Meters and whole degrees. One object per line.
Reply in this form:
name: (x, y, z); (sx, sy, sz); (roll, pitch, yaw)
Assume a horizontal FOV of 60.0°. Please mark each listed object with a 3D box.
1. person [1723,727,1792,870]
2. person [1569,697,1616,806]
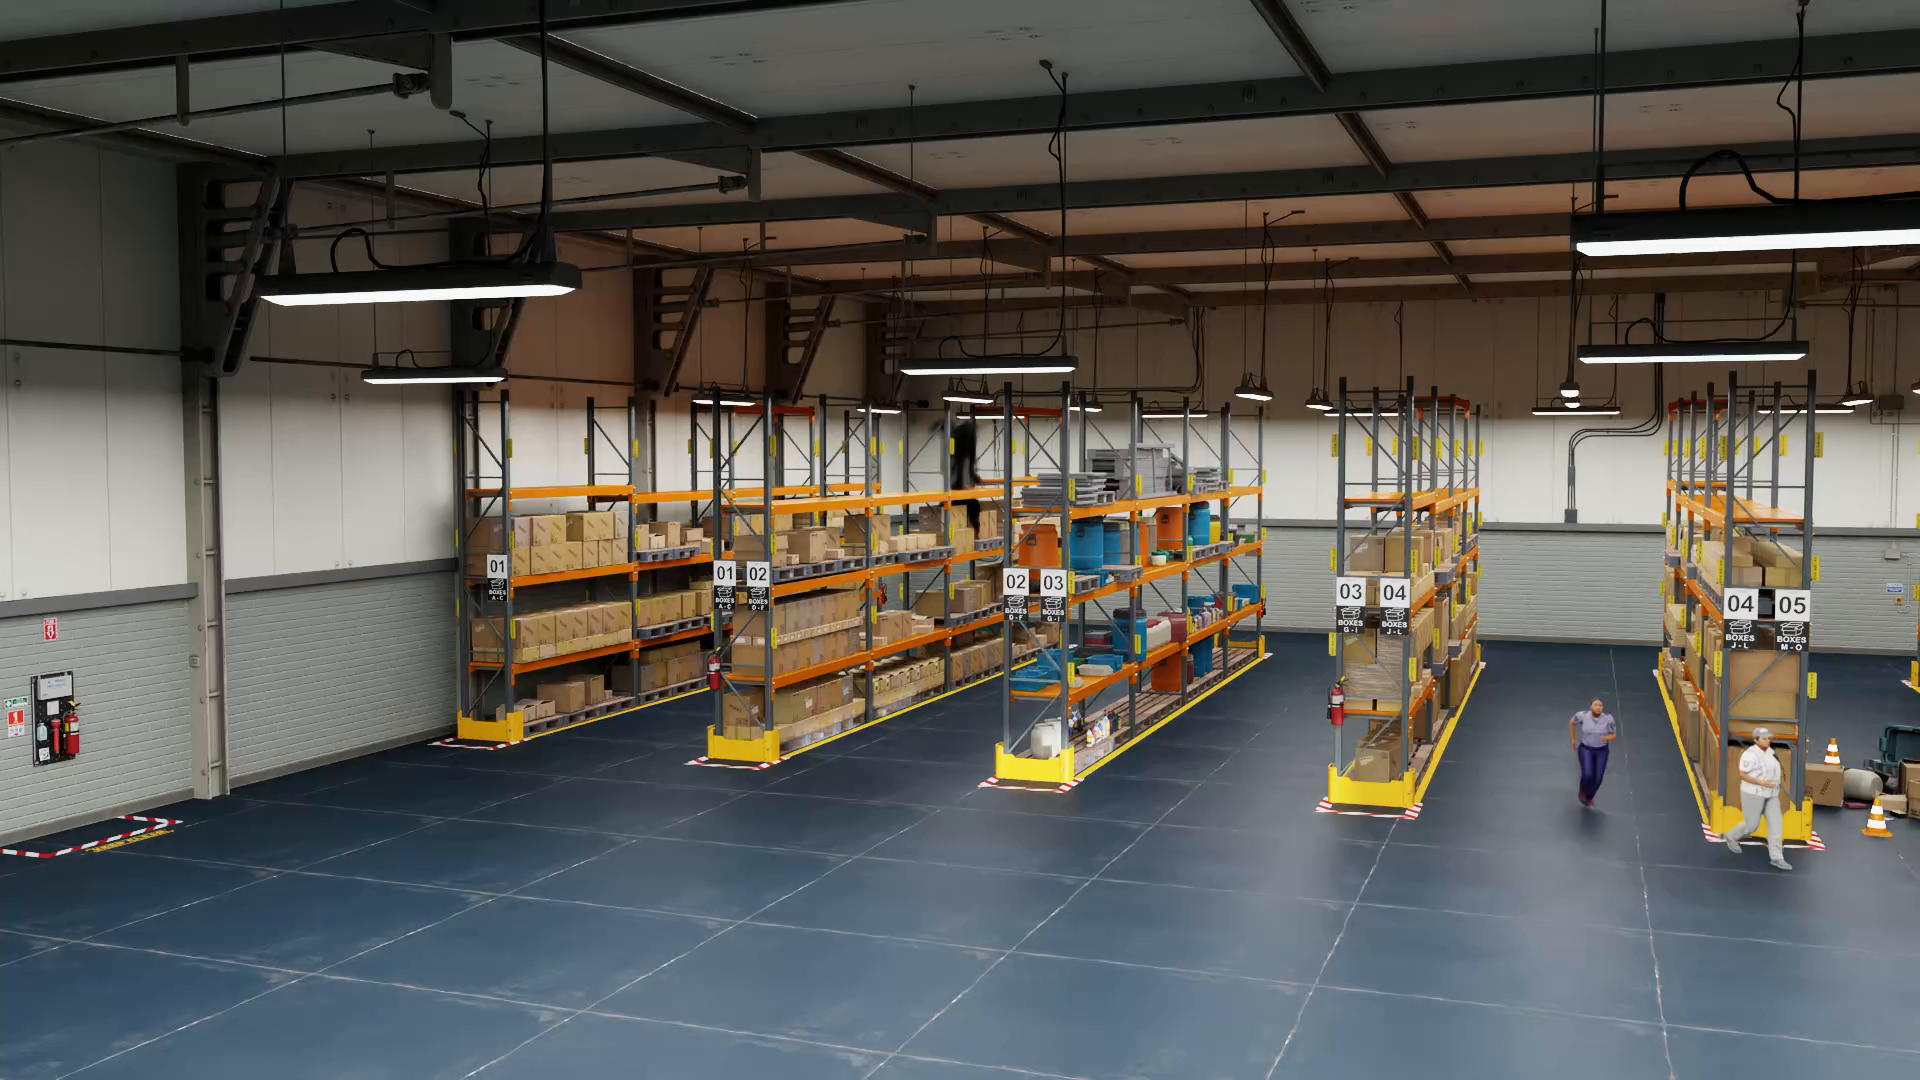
person: (9.590, 3.062, 19.944); (0.618, 1.632, 0.917); (-1, 3, -22)
person: (8.729, 2.926, 22.925); (0.558, 1.558, 0.746); (0, 3, 7)
